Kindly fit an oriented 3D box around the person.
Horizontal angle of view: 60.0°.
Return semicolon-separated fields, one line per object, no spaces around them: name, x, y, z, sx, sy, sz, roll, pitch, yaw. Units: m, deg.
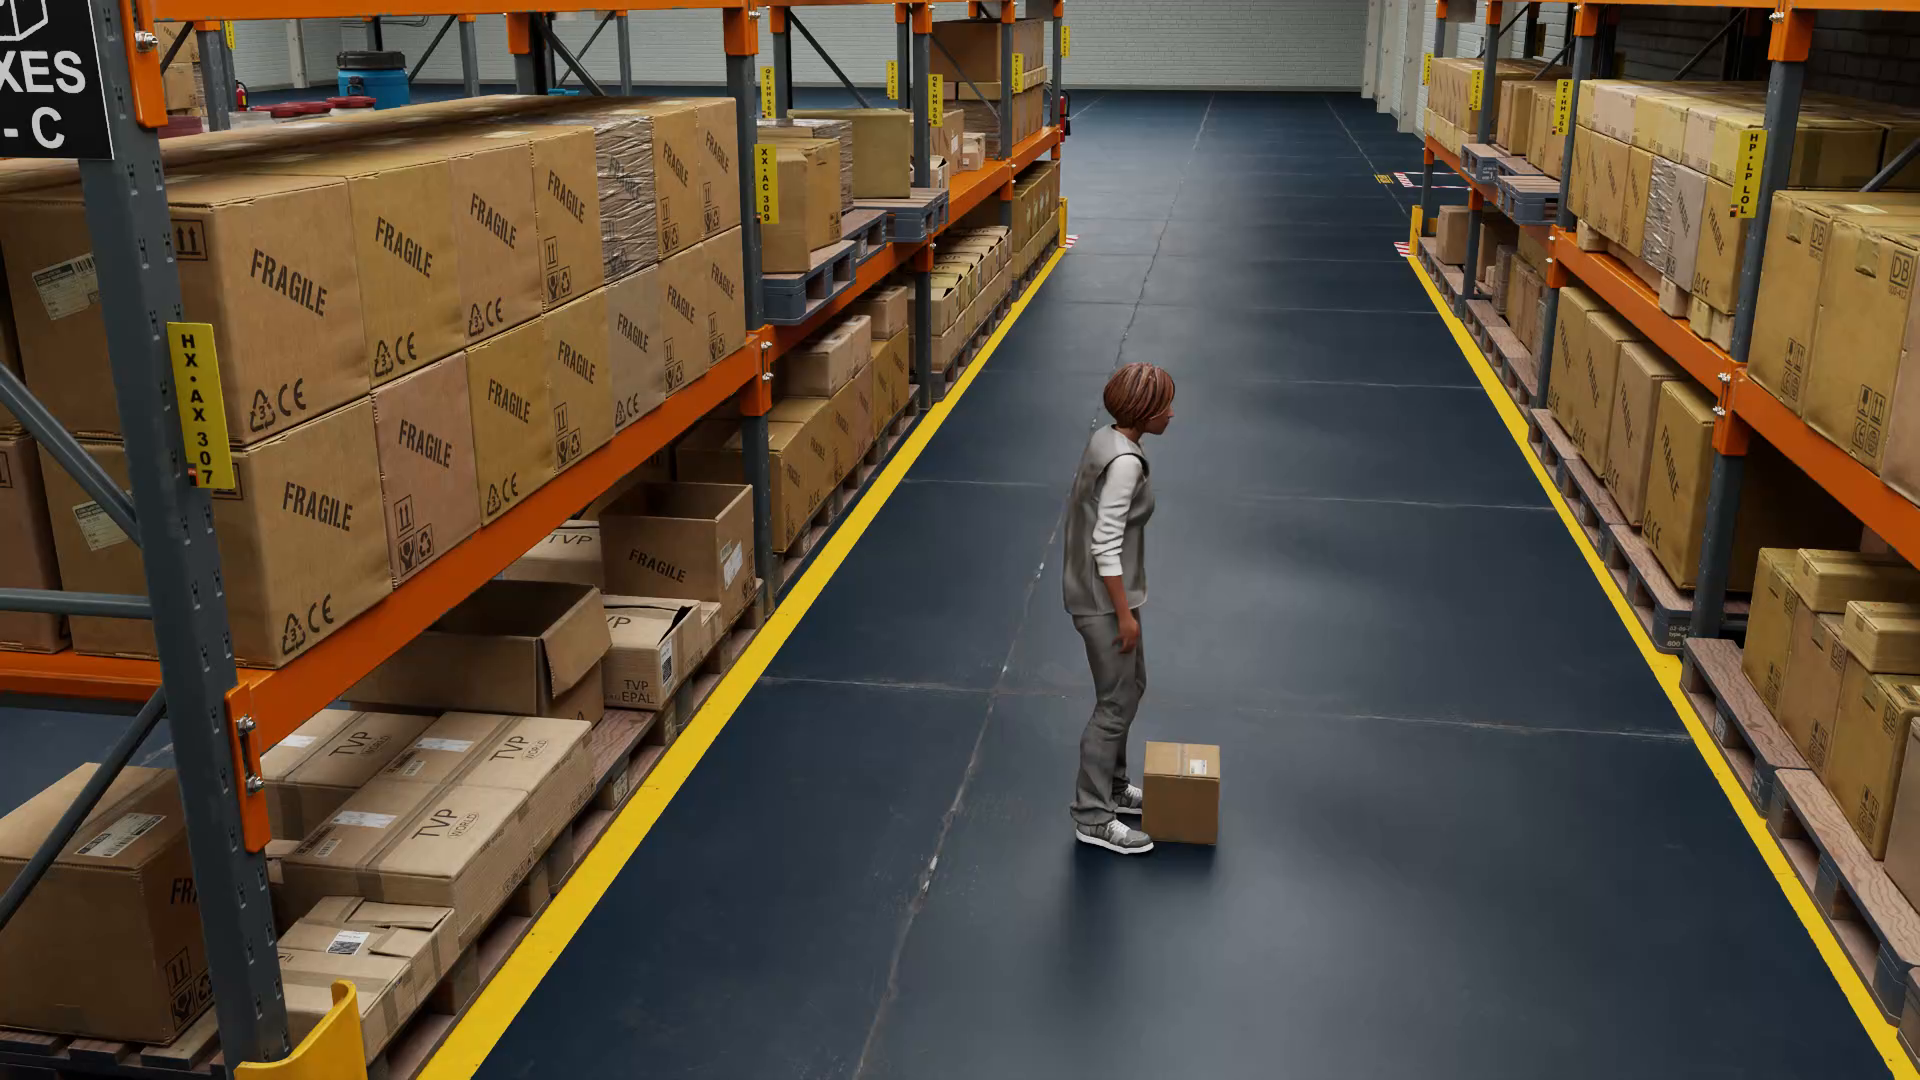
person;0.521;0.206;5.446;0.372;1.594;0.485;2;18;6
